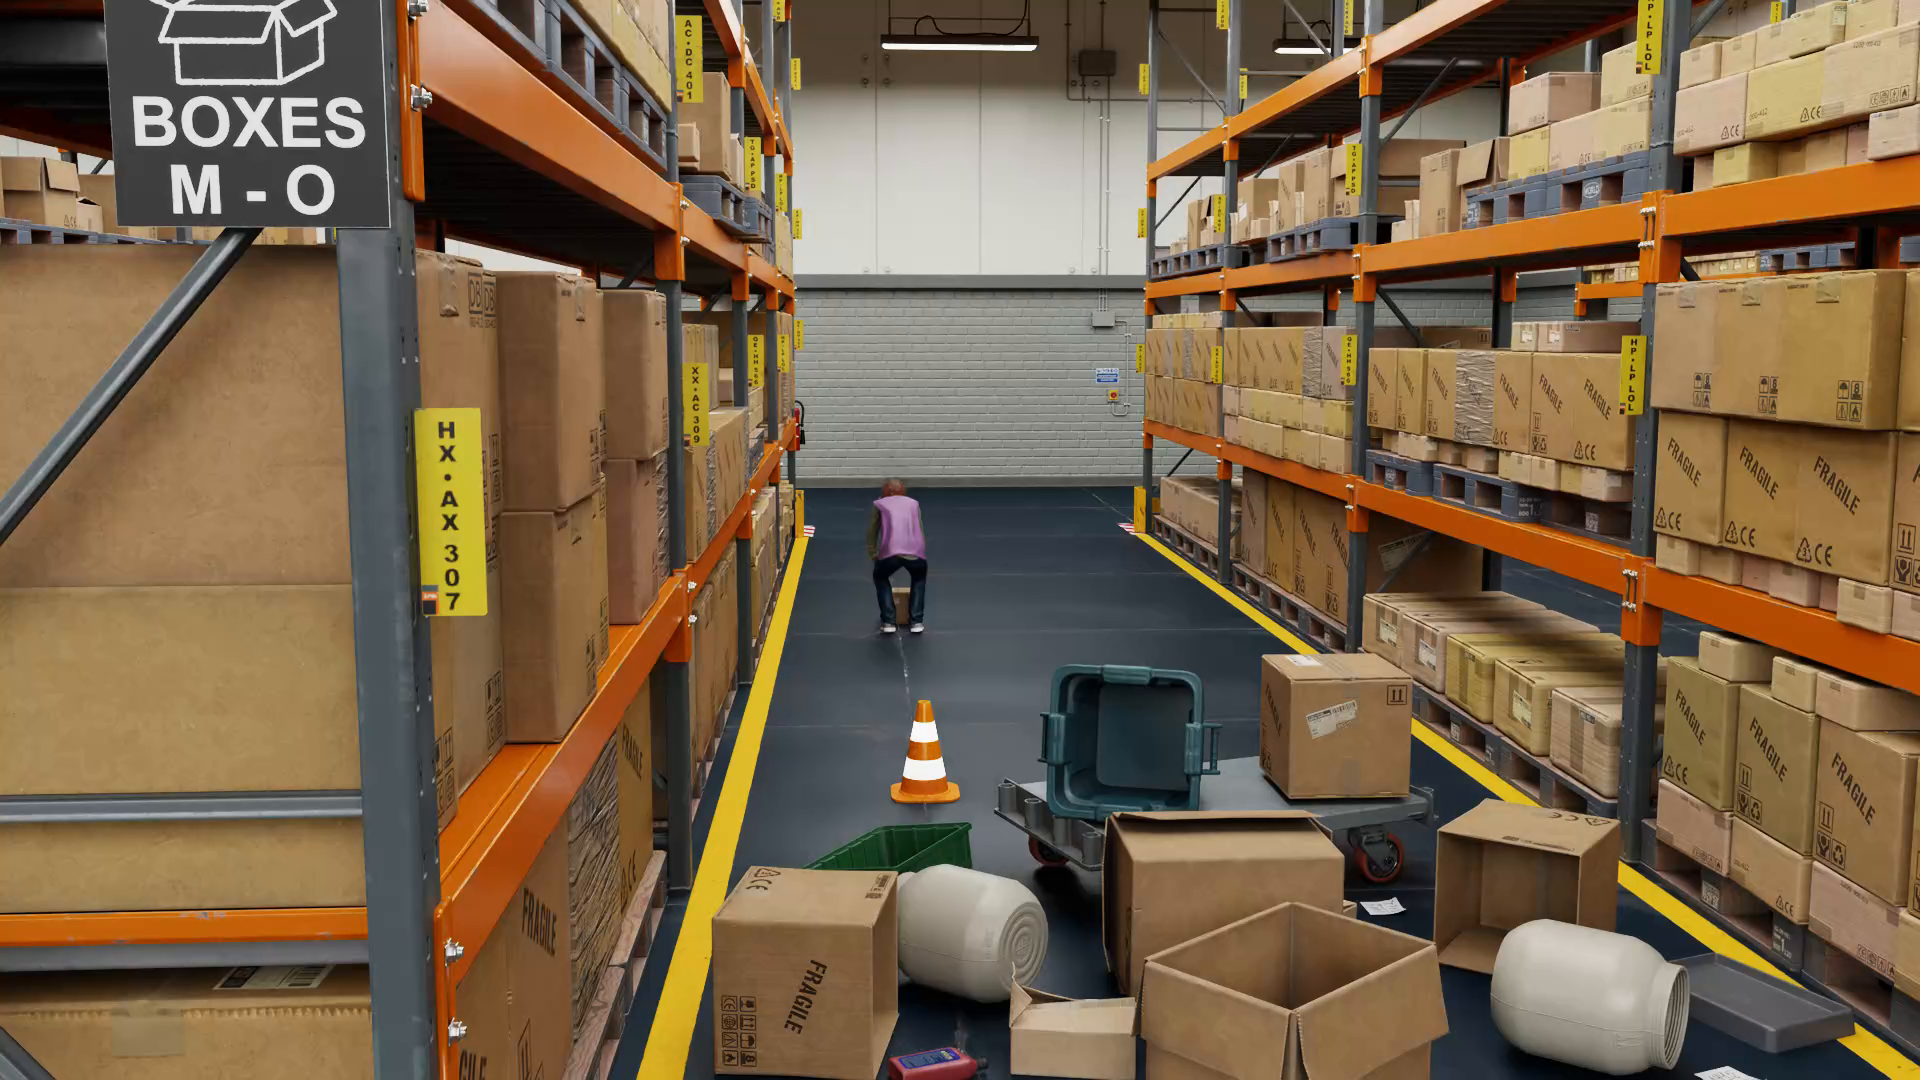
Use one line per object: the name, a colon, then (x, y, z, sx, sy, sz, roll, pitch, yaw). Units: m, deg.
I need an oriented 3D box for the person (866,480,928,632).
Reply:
person: (-0.480, 0.139, 12.655, 0.464, 1.115, 0.736, 0, 7, -4)
